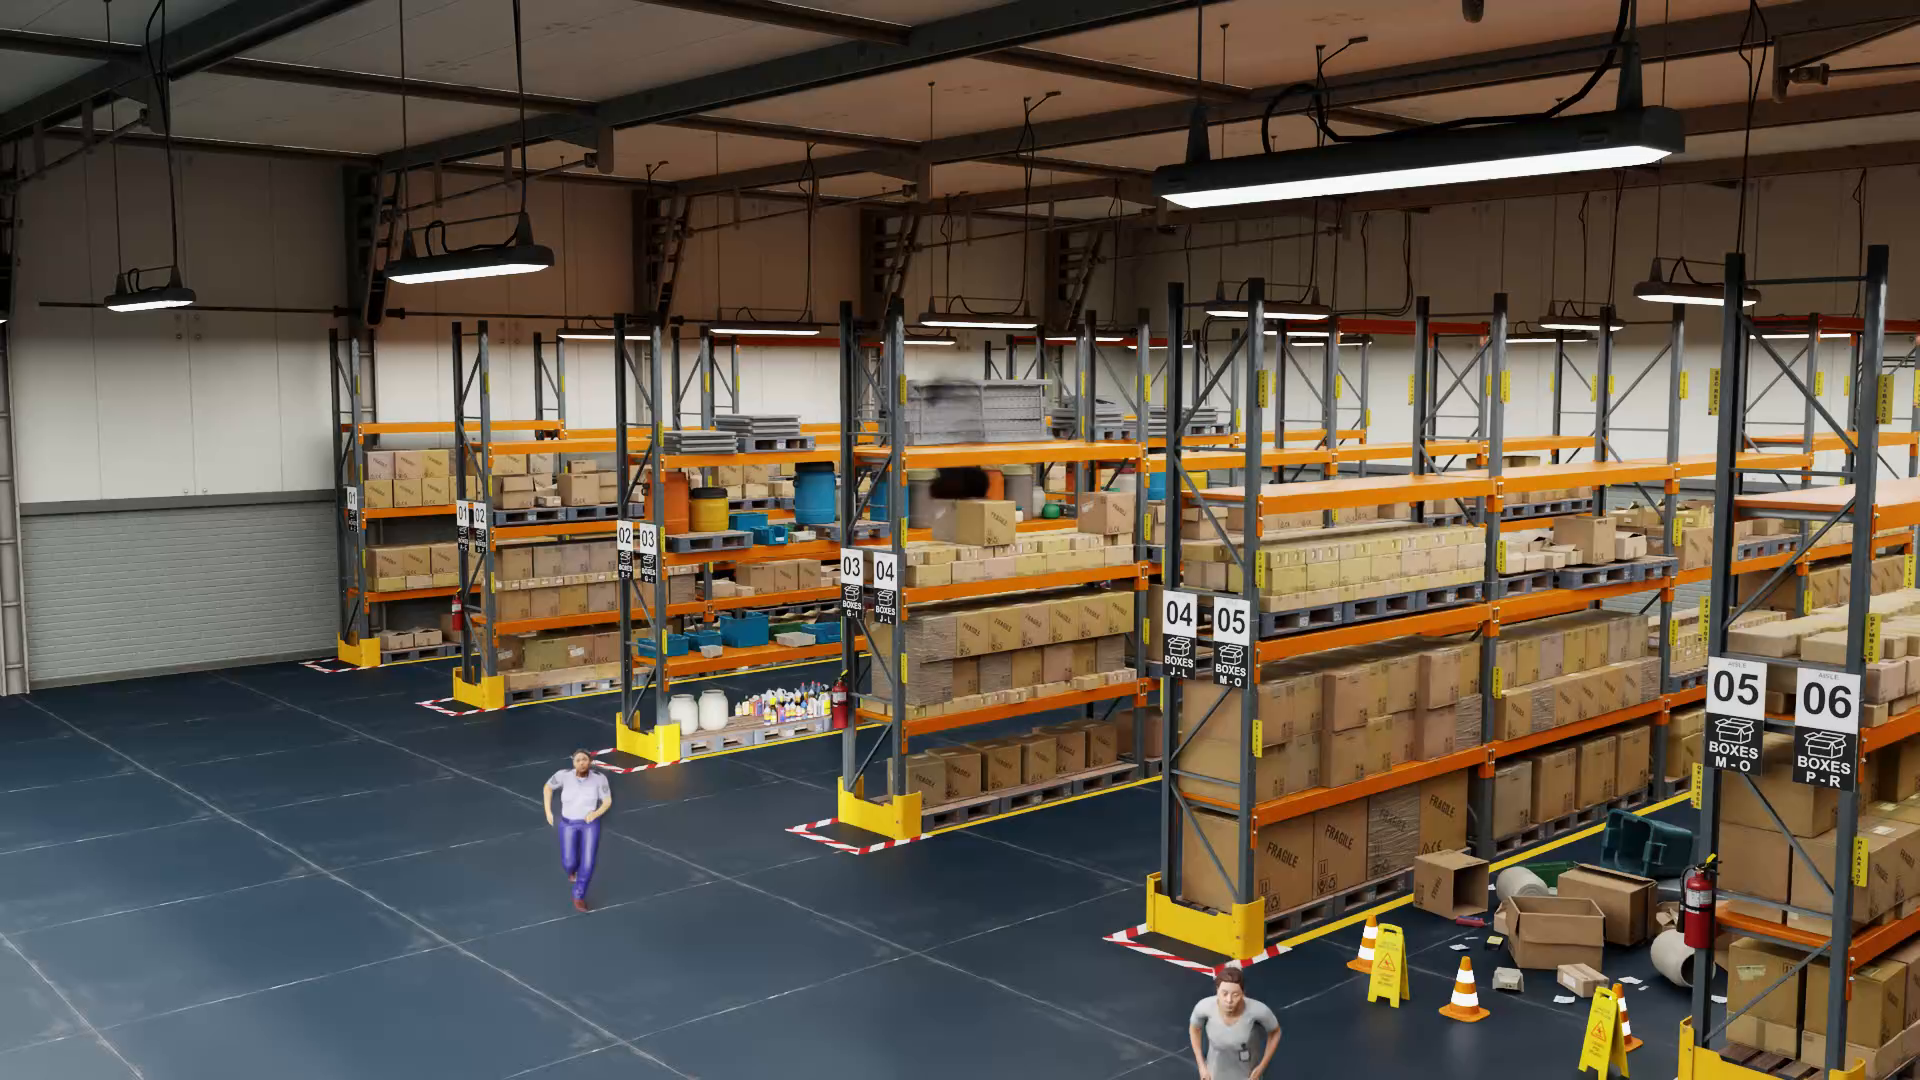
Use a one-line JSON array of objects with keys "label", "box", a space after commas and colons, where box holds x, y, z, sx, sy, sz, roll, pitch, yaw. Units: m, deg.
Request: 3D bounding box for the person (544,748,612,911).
[{"label": "person", "box": [-3.693, 2.801, 16.094, 0.645, 1.600, 0.625, -1, 6, -12]}]

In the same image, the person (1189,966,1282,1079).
[{"label": "person", "box": [1.724, 3.365, 10.434, 0.567, 1.621, 0.874, 1, 6, 11]}]
